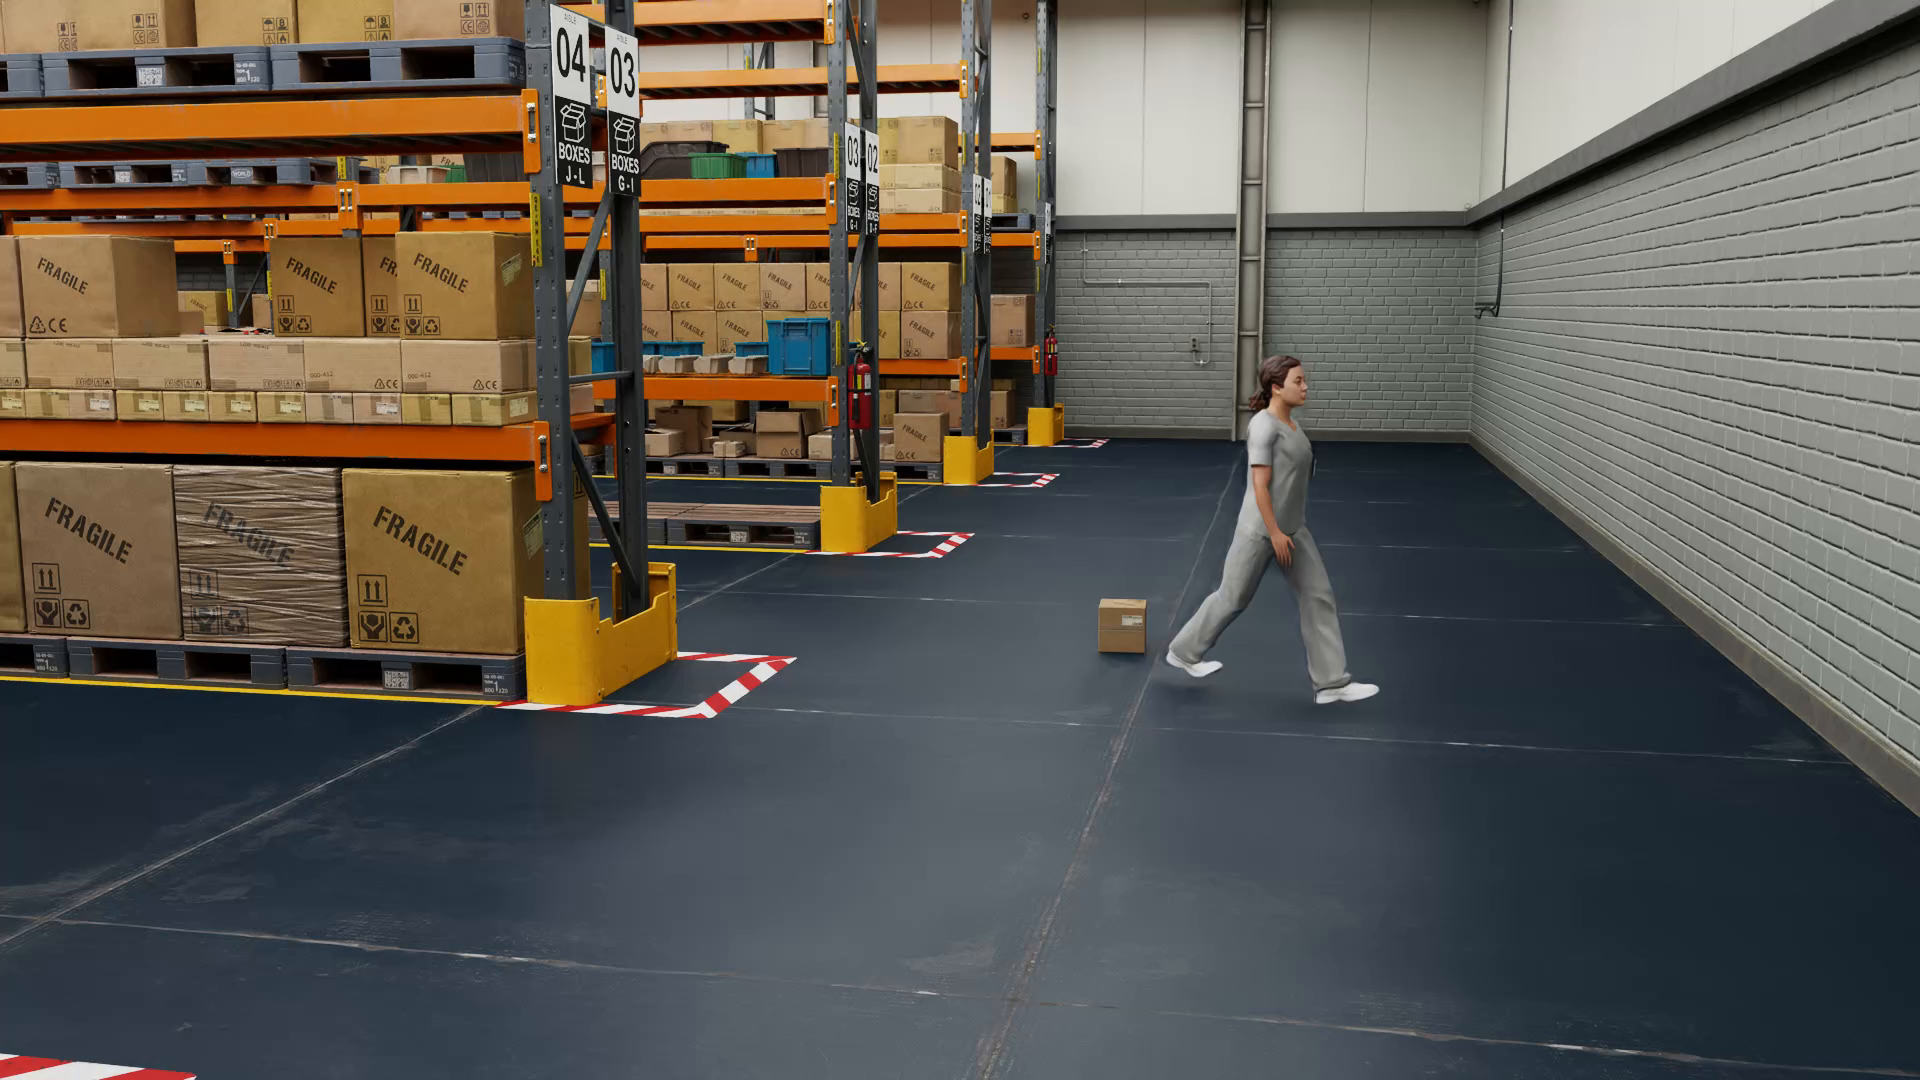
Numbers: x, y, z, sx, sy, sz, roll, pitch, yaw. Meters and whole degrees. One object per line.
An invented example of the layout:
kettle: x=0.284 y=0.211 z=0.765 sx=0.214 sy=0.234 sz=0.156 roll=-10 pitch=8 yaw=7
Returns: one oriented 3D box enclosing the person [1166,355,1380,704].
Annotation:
person: x=1.462 y=-0.056 z=7.811 sx=1.076 sy=1.617 sz=0.442 roll=7 pitch=11 yaw=40
